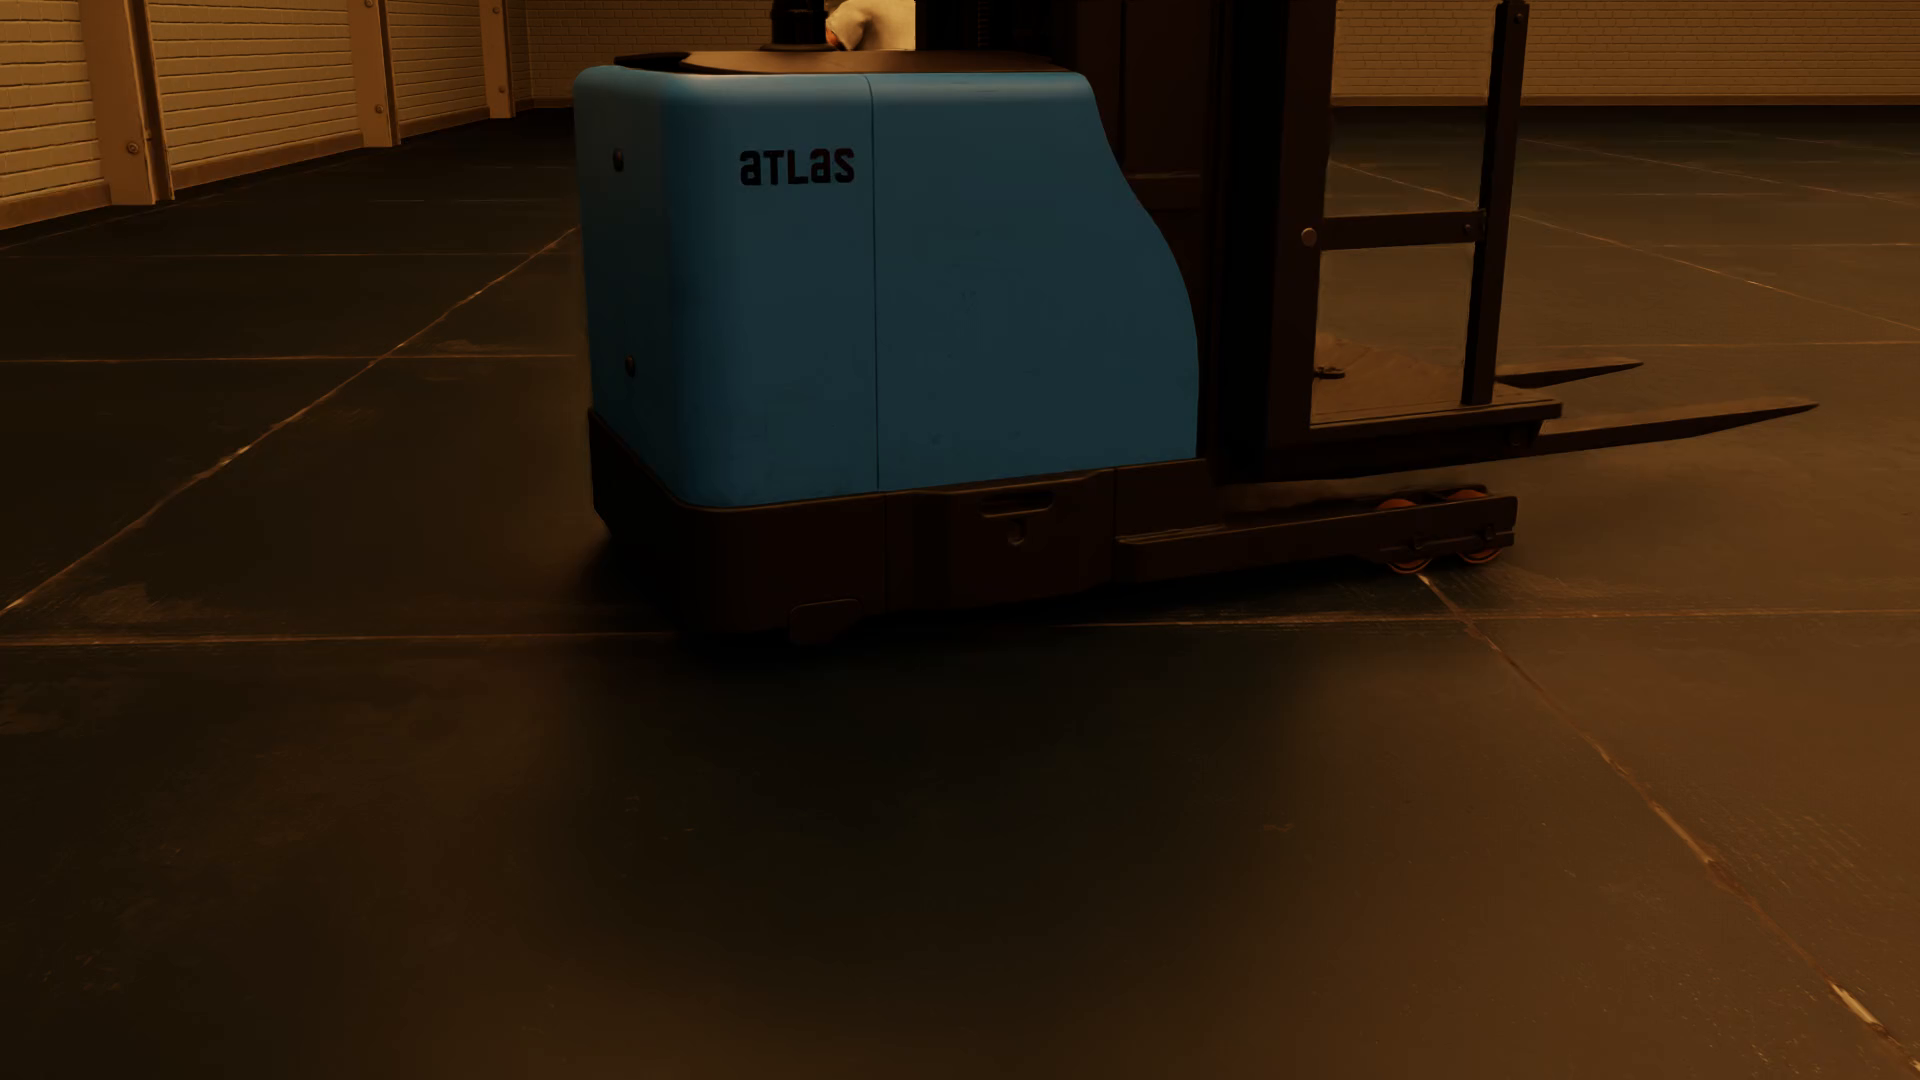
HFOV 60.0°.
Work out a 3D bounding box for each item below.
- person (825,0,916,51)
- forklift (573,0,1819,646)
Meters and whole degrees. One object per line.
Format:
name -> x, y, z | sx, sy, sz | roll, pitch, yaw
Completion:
person -> -0.241, -1.426, 6.164 | 0.942, 1.611, 0.532 | -13, 21, -36
forklift -> 0.704, -1.460, 3.681 | 3.031, 2.935, 1.130 | -7, 18, -22
